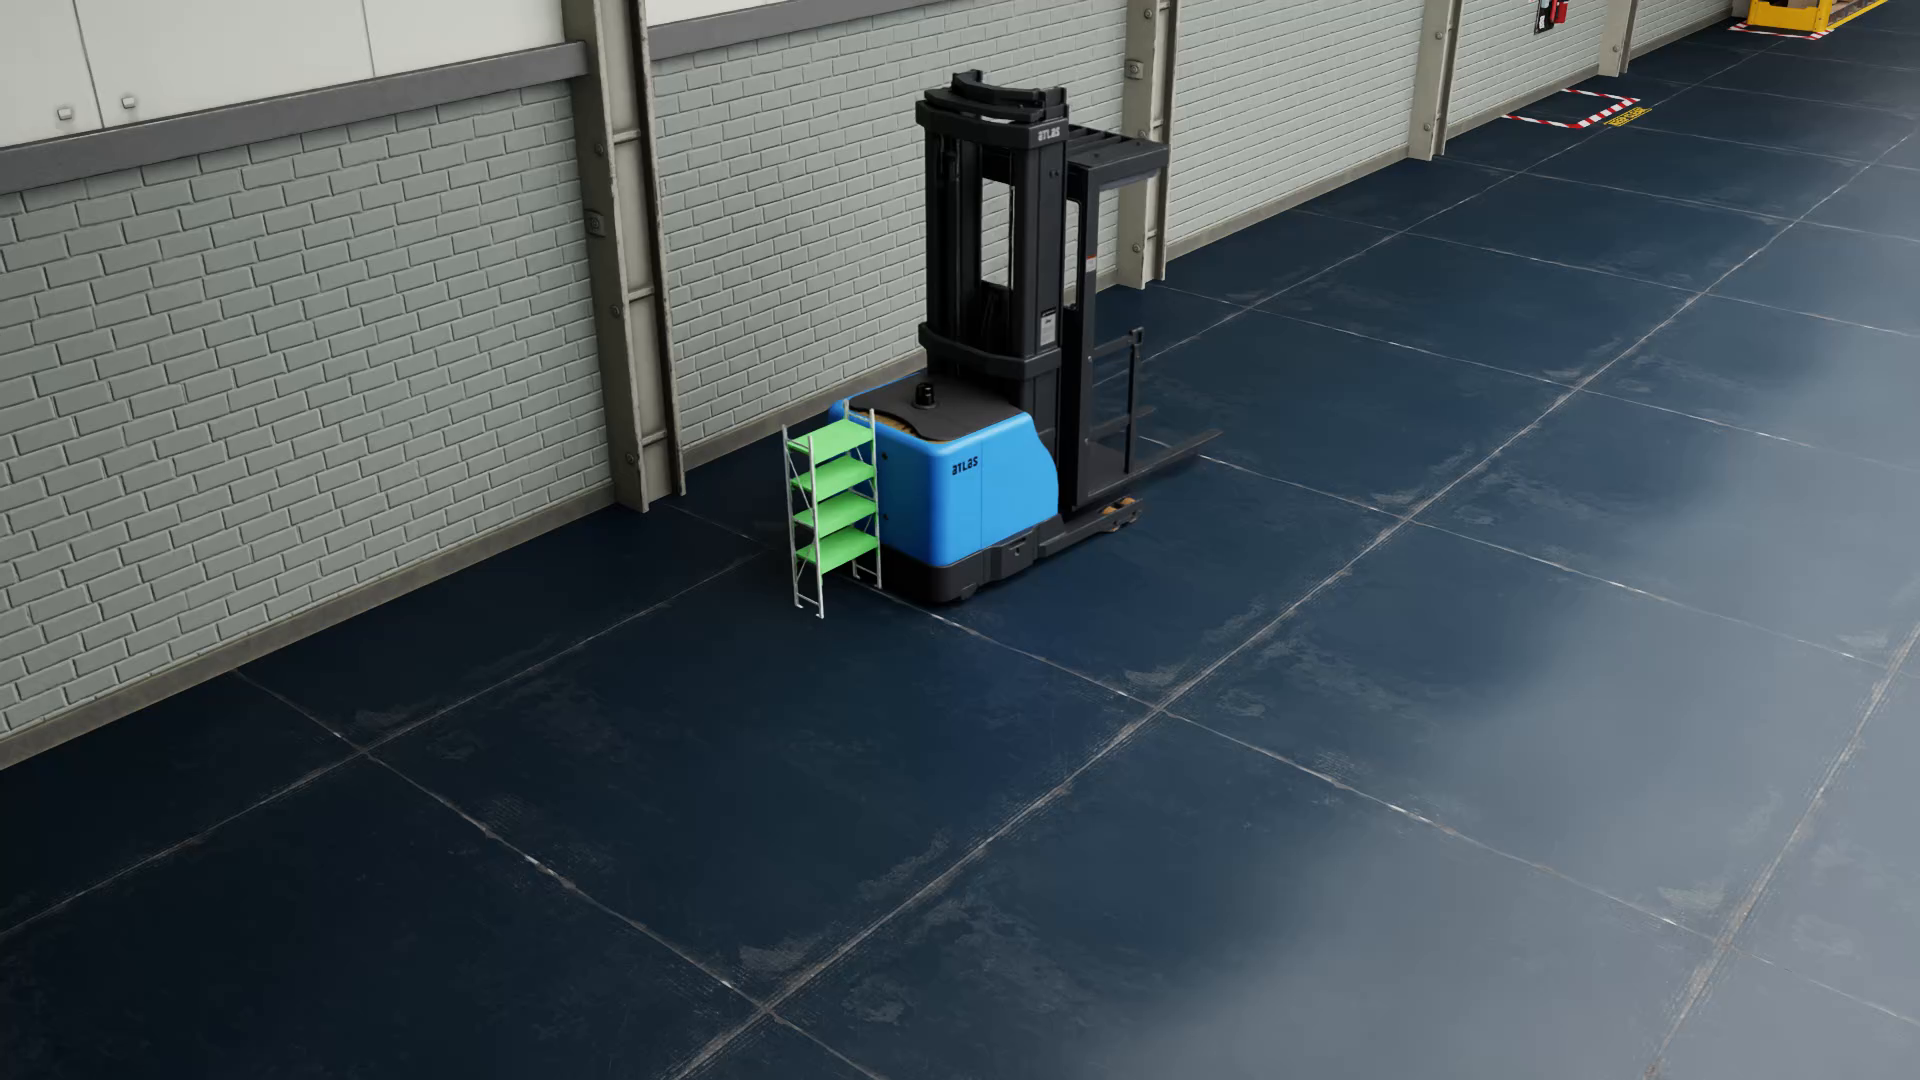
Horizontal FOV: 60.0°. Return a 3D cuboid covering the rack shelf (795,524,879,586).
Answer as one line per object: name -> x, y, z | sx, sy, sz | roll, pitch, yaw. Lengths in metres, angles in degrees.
rack shelf -> -0.749, 0.085, 10.060 | 0.258, 0.148, 0.480 | 23, 37, 37

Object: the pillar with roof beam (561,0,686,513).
pillar with roof beam -> 1.187, -3.036, 6.957 | 9.100, 9.000, 0.400 | 21, 34, 34

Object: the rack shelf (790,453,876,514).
rack shelf -> -0.757, -0.337, 9.833 | 0.258, 0.148, 0.480 | 23, 37, 37

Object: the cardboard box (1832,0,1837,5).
cardboard box -> 14.226, -9.060, 27.579 | 0.500, 0.311, 0.500 | 24, 36, 38

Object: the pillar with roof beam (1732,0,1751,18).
pillar with roof beam -> 16.453, -11.545, 23.406 | 9.100, 9.000, 0.400 | 21, 34, 34

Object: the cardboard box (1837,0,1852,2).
cardboard box -> 14.731, -9.390, 28.010 | 0.700, 0.500, 0.500 | 18, 33, 31

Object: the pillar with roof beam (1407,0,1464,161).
pillar with roof beam -> 8.820, -7.291, 15.181 | 9.100, 9.000, 0.400 | 21, 34, 34

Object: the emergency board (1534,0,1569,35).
emergency board -> 7.714, -7.147, 21.432 | 0.194, 1.169, 0.643 | 21, 34, 34

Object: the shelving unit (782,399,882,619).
shelving unit -> -0.754, -0.182, 9.916 | 0.258, 1.200, 0.503 | 23, 37, 37

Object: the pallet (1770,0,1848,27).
pallet -> 13.946, -8.704, 27.477 | 1.003, 0.211, 1.213 | 21, 34, 34

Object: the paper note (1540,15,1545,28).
paper note -> 7.548, -6.713, 21.552 | 0.016, 0.148, 0.142 | 21, 34, 34

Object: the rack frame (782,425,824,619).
rack frame -> -0.921, -0.096, 9.761 | 0.240, 1.200, 0.015 | 23, 37, 37

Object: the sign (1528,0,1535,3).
sign -> 7.282, -6.997, 21.103 | 0.001, 0.329, 0.234 | 21, 34, 34

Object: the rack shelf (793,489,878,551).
rack shelf -> -0.753, -0.126, 9.947 | 0.258, 0.148, 0.480 | 23, 37, 37

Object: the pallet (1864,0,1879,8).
pallet -> 15.498, -9.569, 29.150 | 1.003, 0.211, 1.213 | 21, 34, 34

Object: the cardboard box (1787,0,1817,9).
cardboard box -> 13.863, -8.858, 27.188 | 0.500, 0.311, 0.500 | 17, 32, 29

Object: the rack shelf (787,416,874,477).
rack shelf -> -0.760, -0.549, 9.719 | 0.258, 0.148, 0.480 | 23, 37, 37

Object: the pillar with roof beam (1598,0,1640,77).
pillar with roof beam -> 12.637, -9.418, 19.294 | 9.100, 9.000, 0.400 | 21, 34, 34

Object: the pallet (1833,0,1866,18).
pallet -> 14.722, -9.135, 28.310 | 1.003, 0.211, 1.213 | 21, 34, 34

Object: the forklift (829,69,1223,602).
forklift -> 0.580, -1.503, 10.598 | 3.031, 2.935, 1.130 | -25, 36, -39

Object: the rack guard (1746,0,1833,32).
rack guard -> 13.402, -8.555, 26.874 | 1.175, 0.500, 0.348 | 21, 34, 34

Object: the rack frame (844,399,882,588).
rack frame -> -0.588, -0.269, 10.072 | 0.240, 1.200, 0.015 | 23, 37, 37

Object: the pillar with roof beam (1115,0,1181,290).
pillar with roof beam -> 5.004, -5.163, 11.069 | 9.100, 9.000, 0.400 | 21, 34, 34

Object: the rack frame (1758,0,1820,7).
rack frame -> 13.353, -9.638, 26.248 | 1.000, 3.000, 0.127 | 21, 34, 34
